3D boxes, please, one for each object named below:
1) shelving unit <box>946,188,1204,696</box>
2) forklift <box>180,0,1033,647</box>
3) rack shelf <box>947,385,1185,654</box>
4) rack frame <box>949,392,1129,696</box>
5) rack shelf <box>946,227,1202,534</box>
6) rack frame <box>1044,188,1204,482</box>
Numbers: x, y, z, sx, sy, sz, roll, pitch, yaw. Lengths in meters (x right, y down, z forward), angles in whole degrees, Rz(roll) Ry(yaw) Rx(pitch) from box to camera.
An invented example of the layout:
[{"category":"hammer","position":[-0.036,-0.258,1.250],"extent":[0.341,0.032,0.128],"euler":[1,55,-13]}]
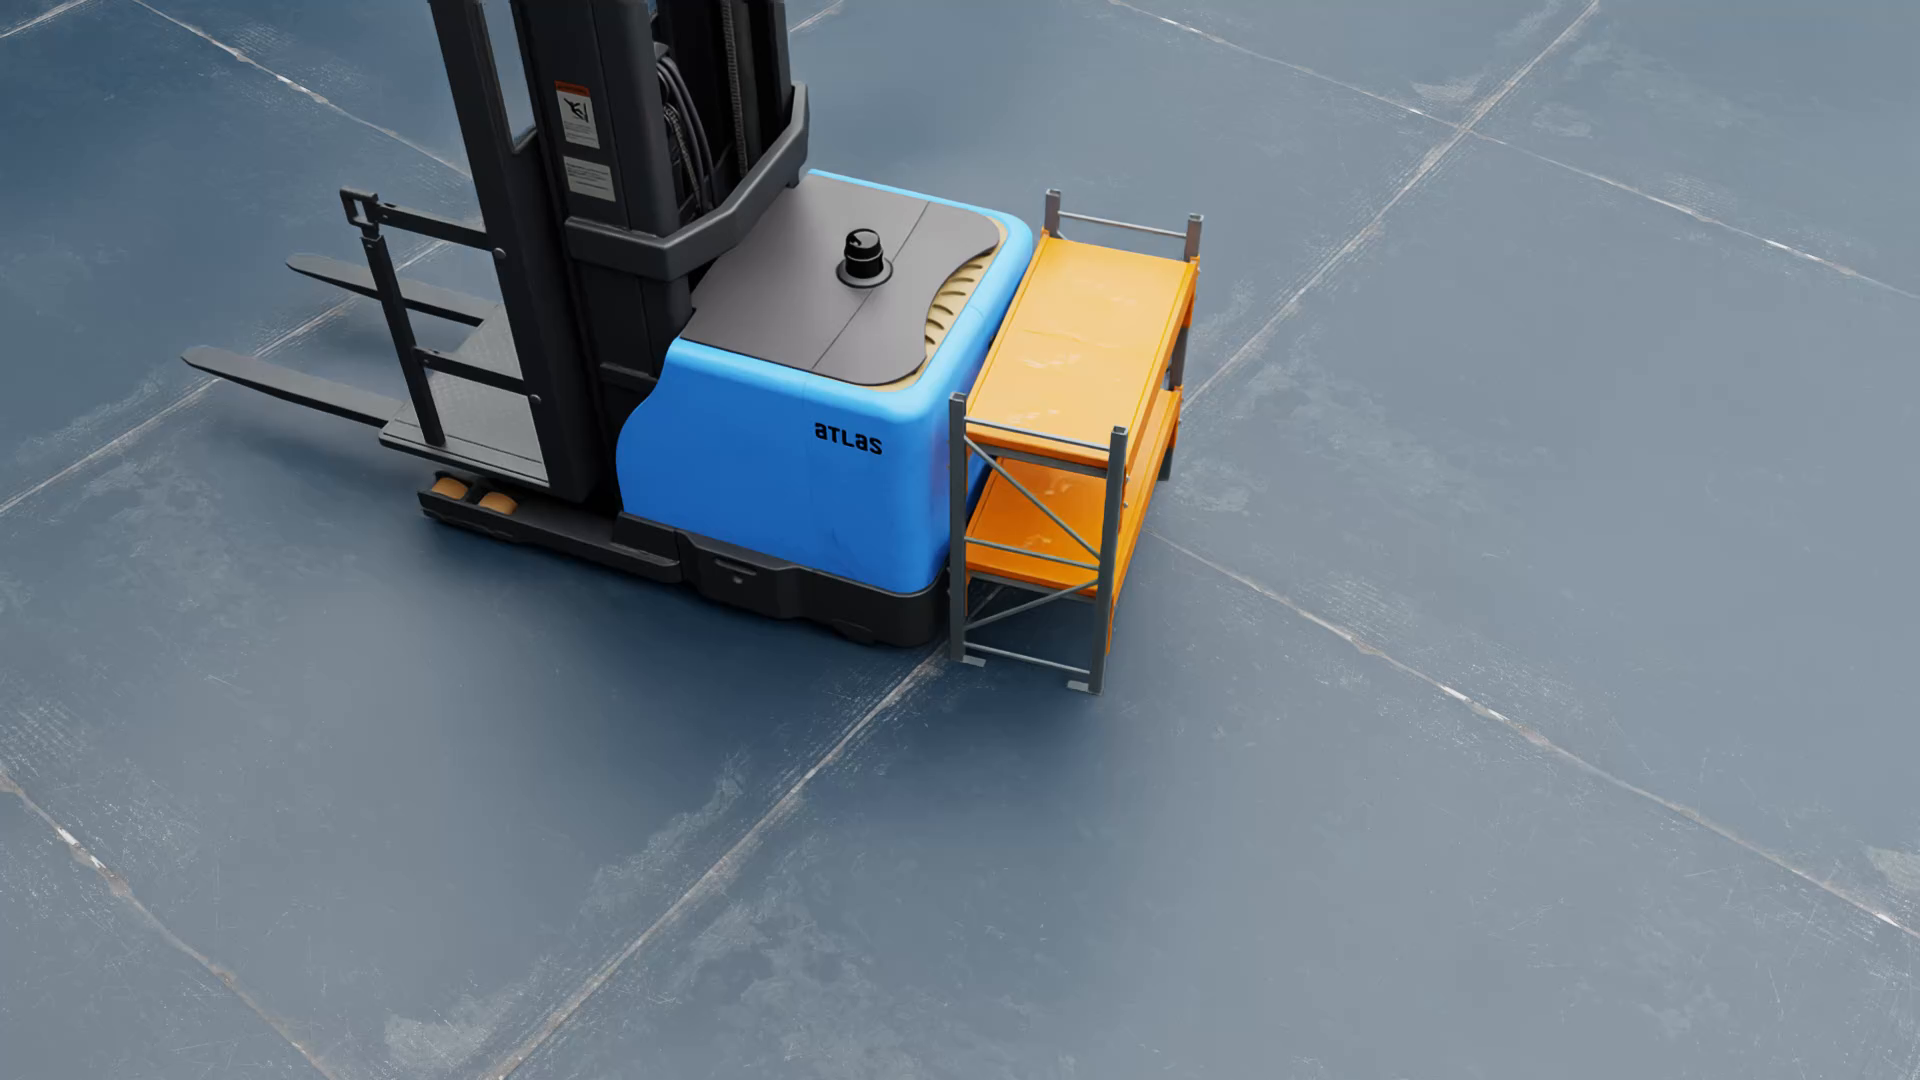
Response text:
[{"category":"shelving unit","position":[0.363,-0.308,5.267],"extent":[0.538,1.125,1.048],"euler":[13,48,12]},{"category":"forklift","position":[-1.325,-1.352,5.015],"extent":[3.031,2.935,1.130],"euler":[16,48,15]},{"category":"rack shelf","position":[0.363,-0.139,5.443],"extent":[0.538,0.278,1.000],"euler":[13,48,12]},{"category":"rack frame","position":[0.212,0.043,4.931],"extent":[0.500,1.125,0.032],"euler":[13,48,12]},{"category":"rack shelf","position":[0.363,-0.510,5.055],"extent":[0.538,0.278,1.000],"euler":[13,48,12]},{"category":"rack frame","position":[0.513,-0.659,5.602],"extent":[0.500,1.125,0.032],"euler":[13,48,12]}]
